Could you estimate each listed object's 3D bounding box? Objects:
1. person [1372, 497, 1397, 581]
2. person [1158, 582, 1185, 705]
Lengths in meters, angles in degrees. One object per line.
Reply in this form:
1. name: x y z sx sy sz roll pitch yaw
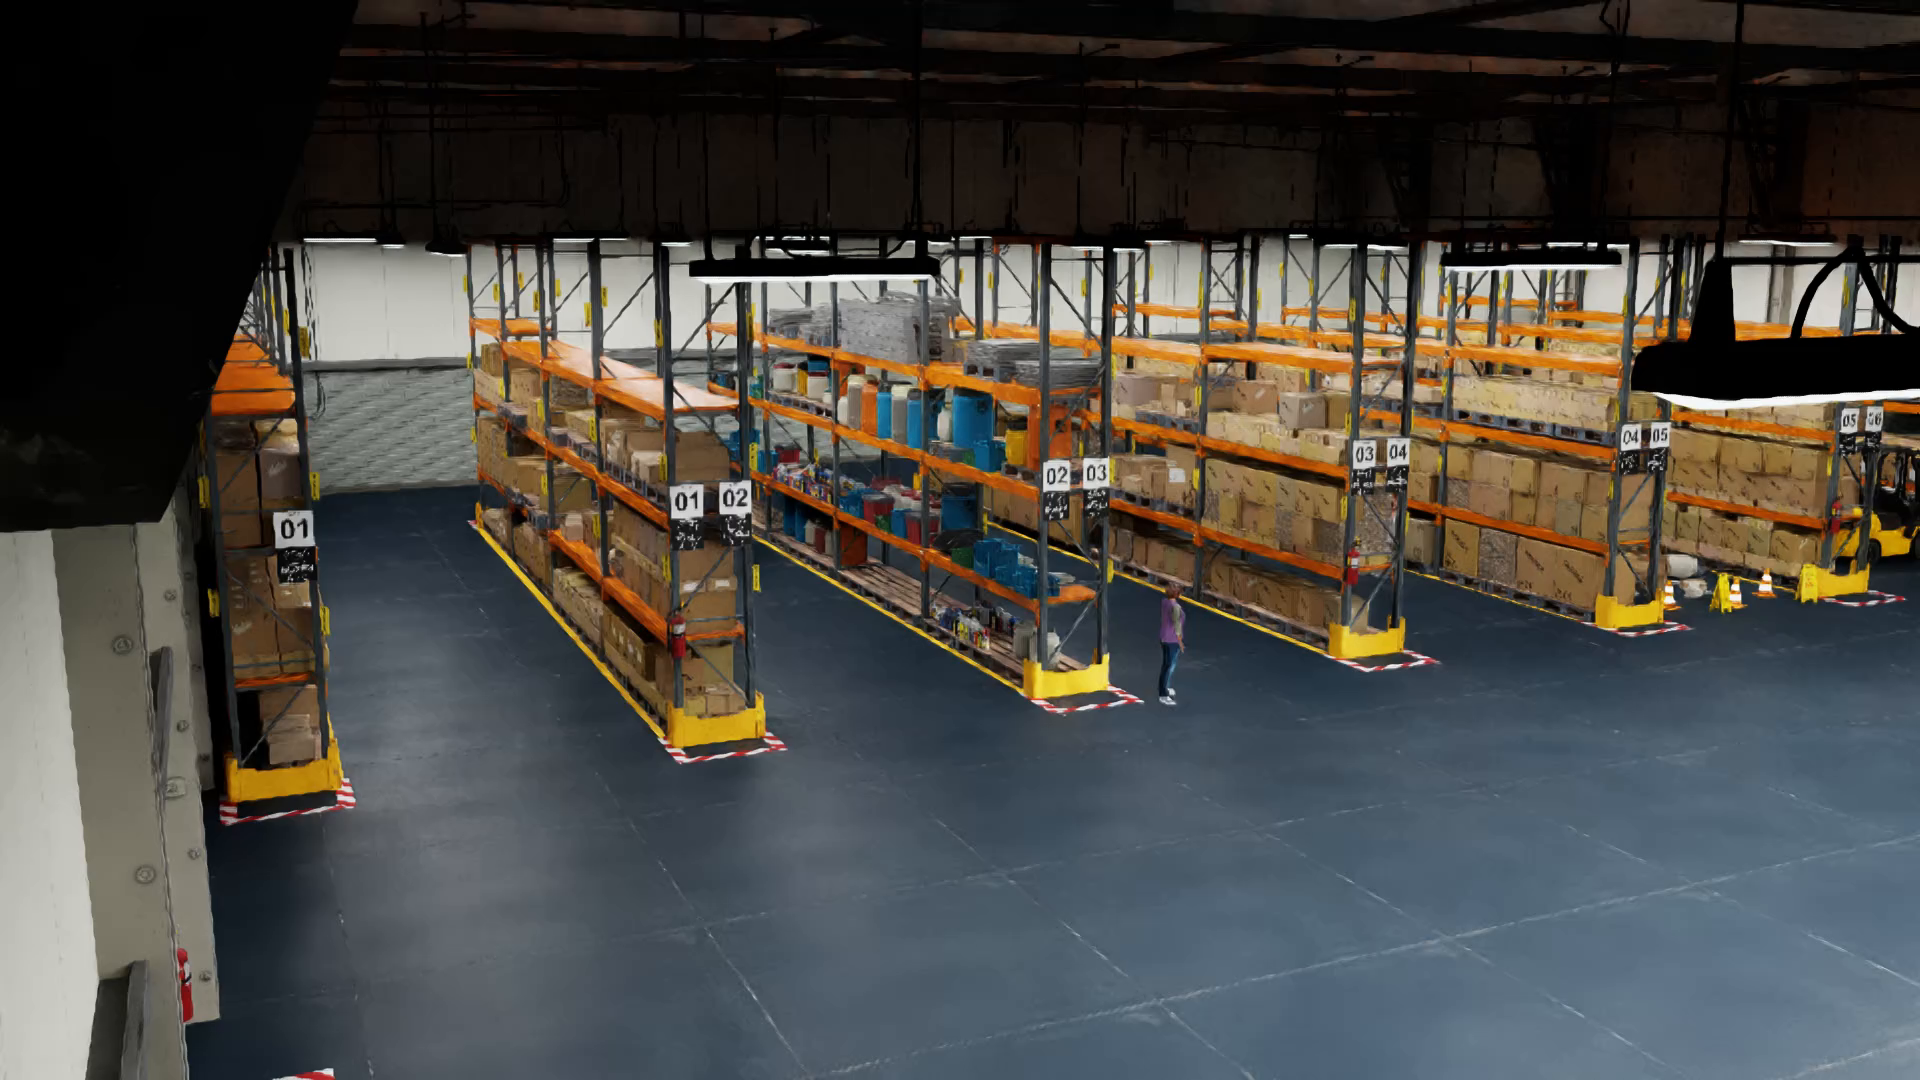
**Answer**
1. person: 7.532 -0.025 29.196 0.415 1.517 1.041 -5 12 -26
2. person: 2.777 1.338 21.955 0.345 1.600 0.578 -3 11 -14
